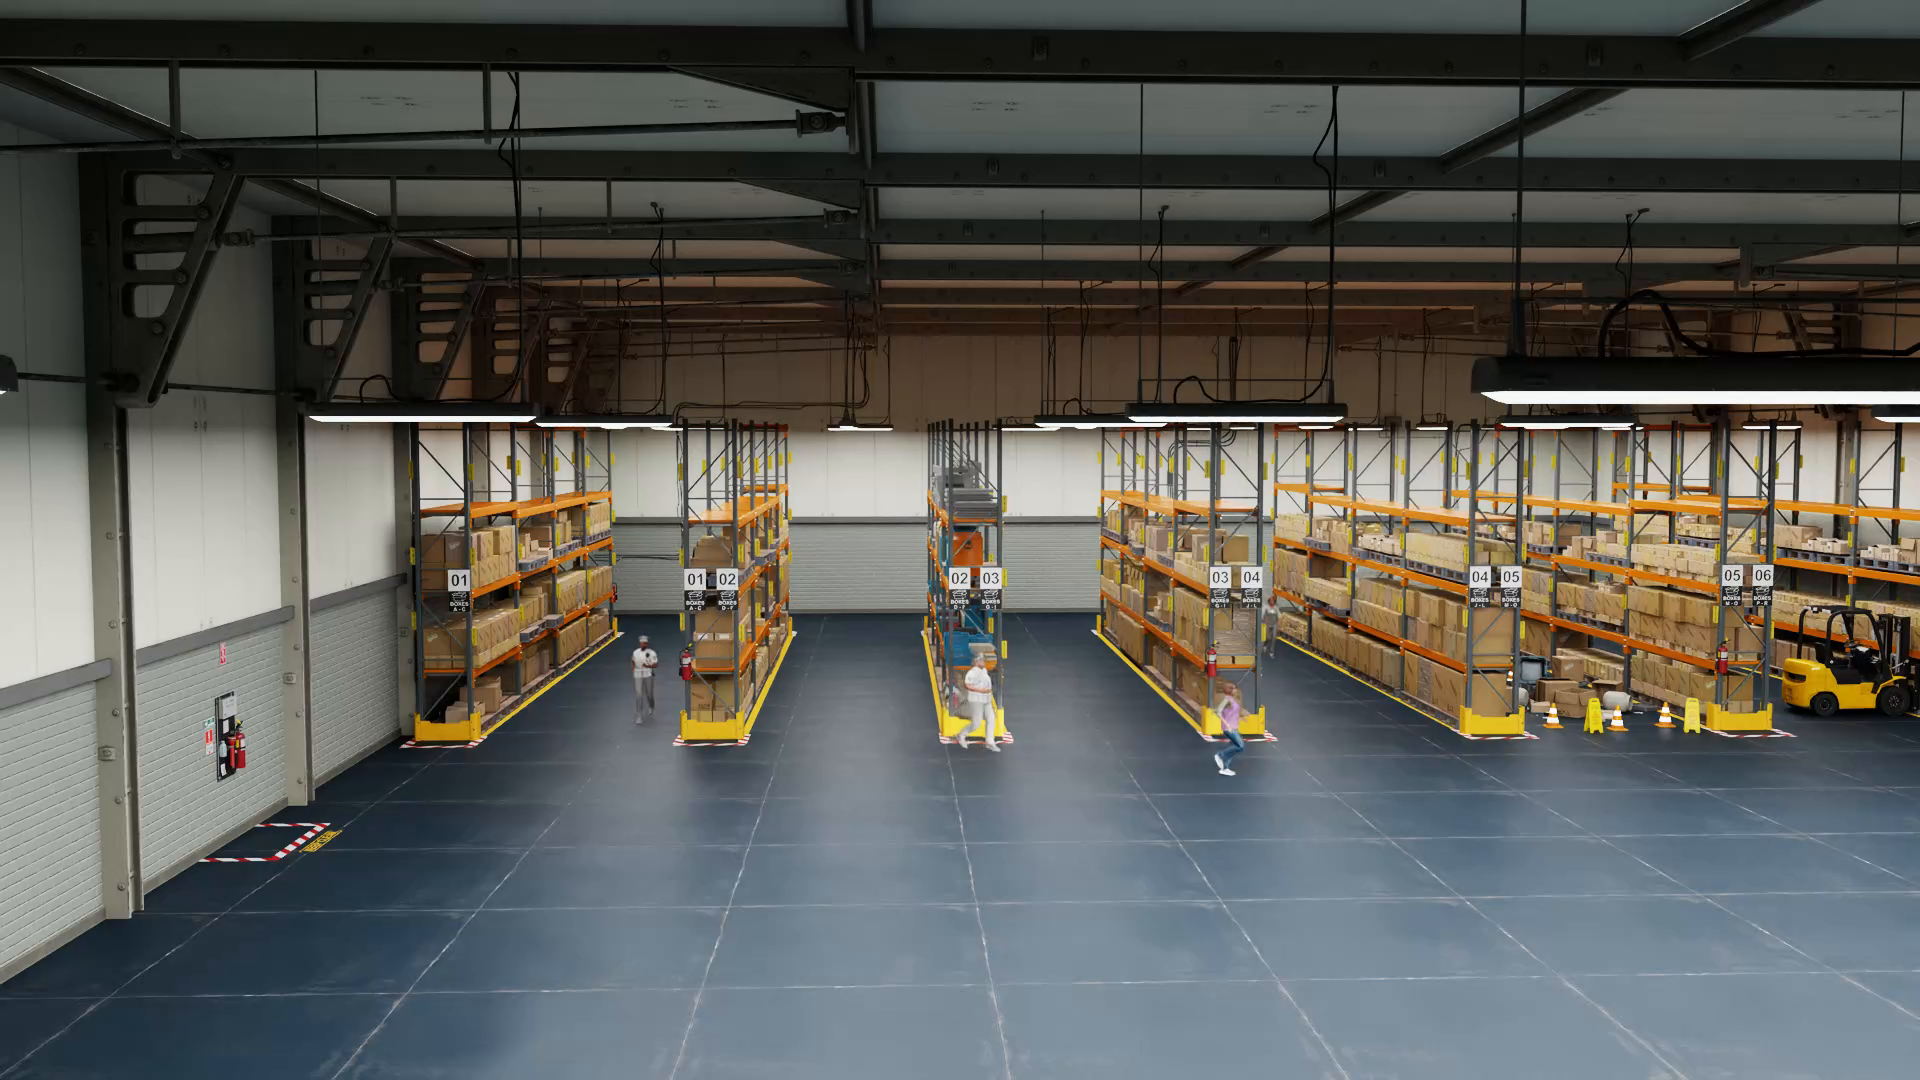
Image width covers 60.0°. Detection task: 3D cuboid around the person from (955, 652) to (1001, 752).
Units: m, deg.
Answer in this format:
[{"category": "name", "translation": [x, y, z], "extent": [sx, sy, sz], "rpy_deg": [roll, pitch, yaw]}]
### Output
[{"category": "person", "translation": [0.335, 2.910, 29.990], "extent": [0.864, 1.800, 0.684], "rpy_deg": [2, 4, 30]}]

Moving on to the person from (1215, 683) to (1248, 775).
[{"category": "person", "translation": [4.548, 3.164, 27.825], "extent": [0.537, 1.558, 0.530], "rpy_deg": [1, 4, 21]}]

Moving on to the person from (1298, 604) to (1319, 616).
[{"category": "person", "translation": [10.221, 1.690, 49.034], "extent": [0.983, 1.788, 0.671], "rpy_deg": [0, 4, 1]}]

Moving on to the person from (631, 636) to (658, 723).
[{"category": "person", "translation": [-6.287, 2.737, 33.075], "extent": [0.575, 1.684, 0.921], "rpy_deg": [0, 4, -2]}]

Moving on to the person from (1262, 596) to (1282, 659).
[{"category": "person", "translation": [7.965, 2.220, 42.616], "extent": [0.565, 1.585, 0.622], "rpy_deg": [0, 4, -3]}]
